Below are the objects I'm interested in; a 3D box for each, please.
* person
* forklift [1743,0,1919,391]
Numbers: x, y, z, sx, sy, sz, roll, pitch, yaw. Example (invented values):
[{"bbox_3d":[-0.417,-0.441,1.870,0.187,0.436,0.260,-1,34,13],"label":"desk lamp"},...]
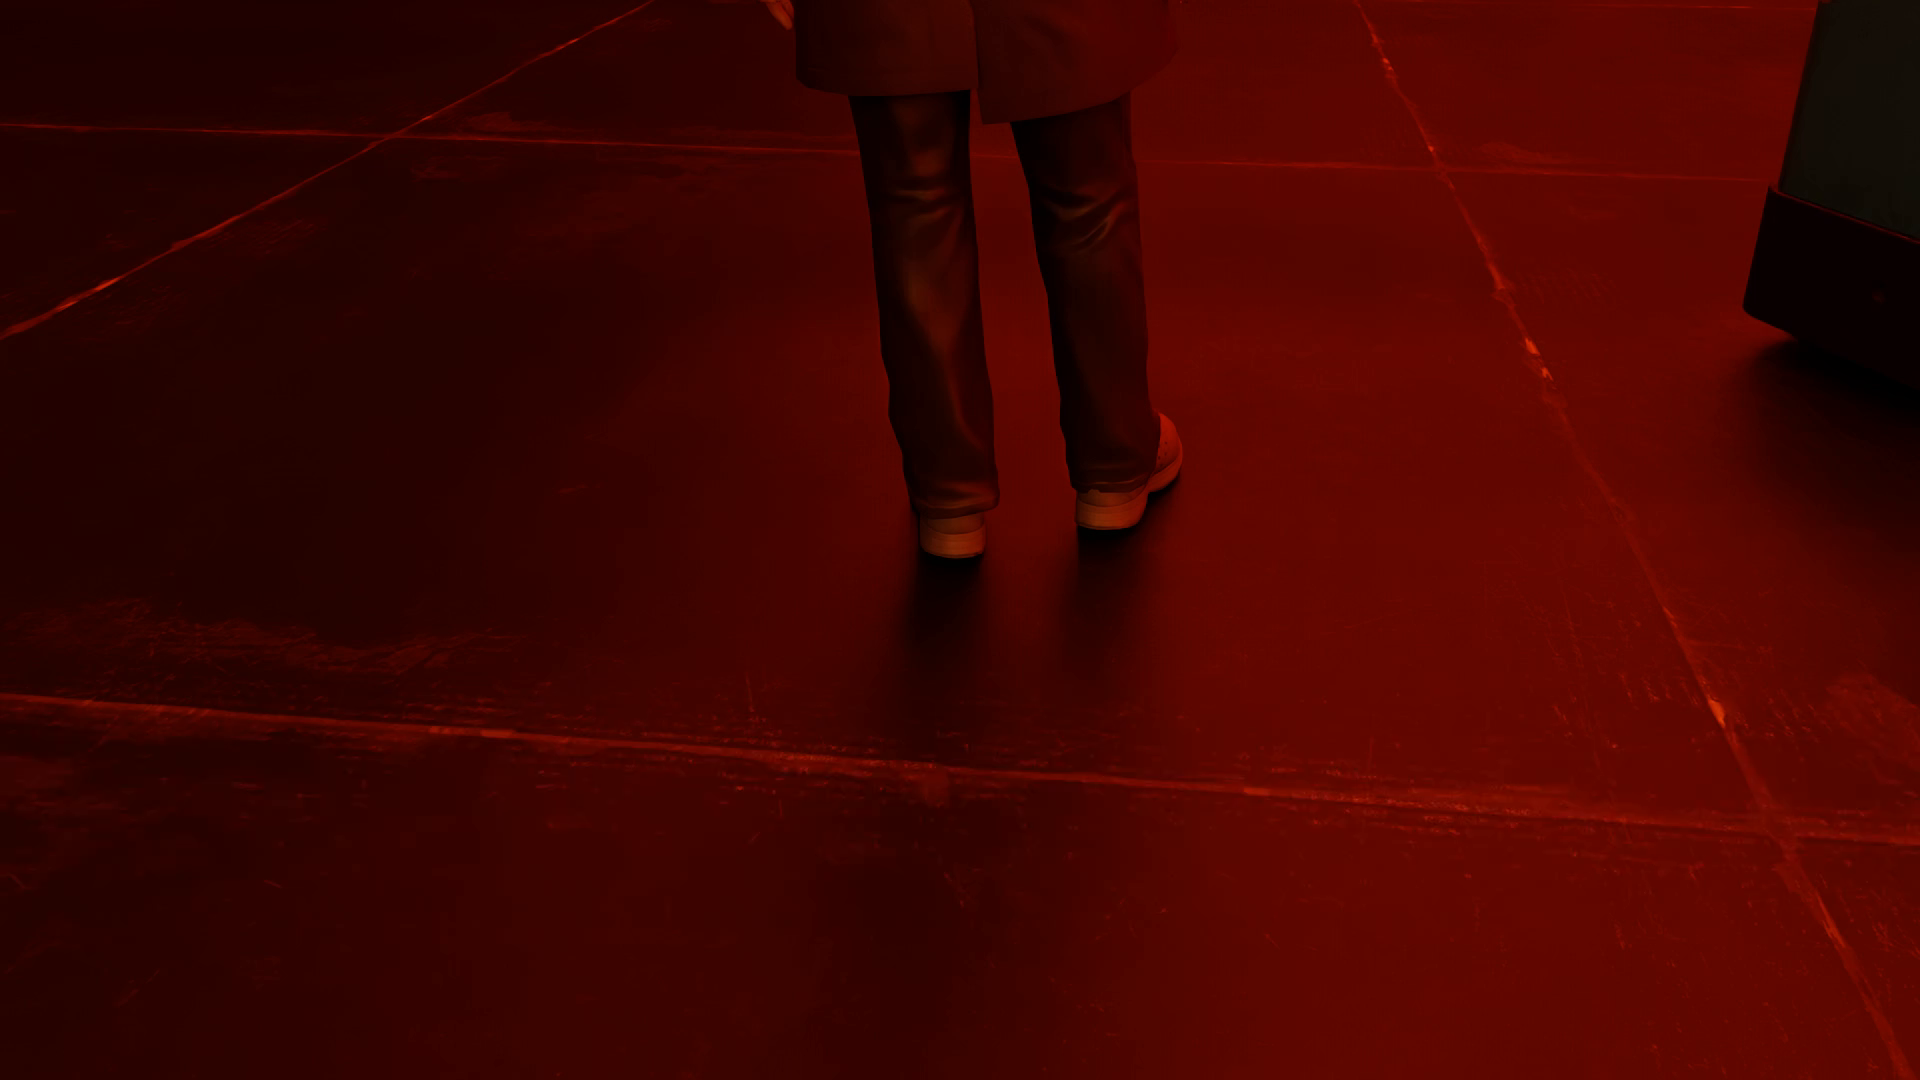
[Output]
[{"bbox_3d":[0.017,-0.842,2.180,0.696,1.776,0.582,3,27,7],"label":"person"},{"bbox_3d":[3.097,-1.689,2.603,3.031,2.935,1.130,-8,28,-15],"label":"forklift"}]
